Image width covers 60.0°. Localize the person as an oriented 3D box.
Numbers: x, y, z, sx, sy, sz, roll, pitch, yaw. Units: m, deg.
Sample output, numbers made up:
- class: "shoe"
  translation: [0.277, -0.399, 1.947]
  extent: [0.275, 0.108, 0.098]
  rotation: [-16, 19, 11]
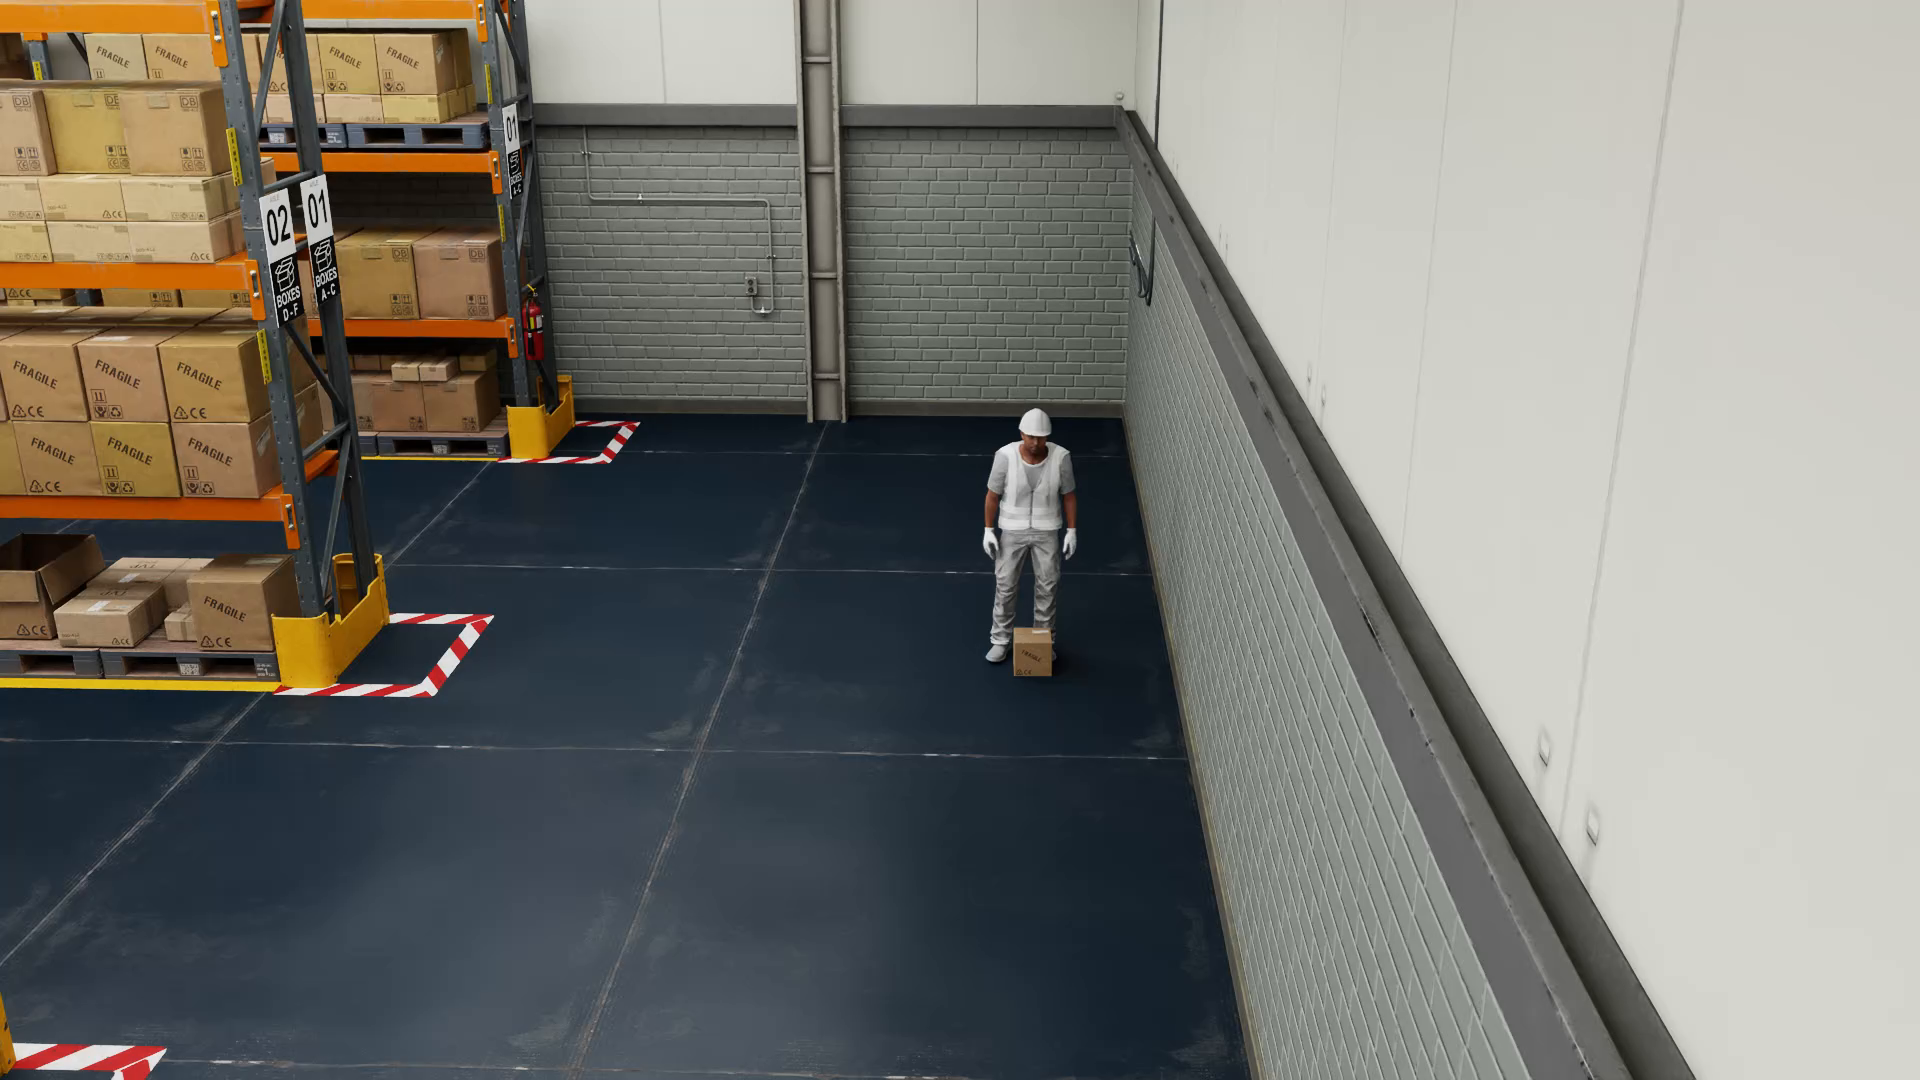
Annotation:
- class: "person"
  translation: [0.471, -0.038, 11.163]
  extent: [0.633, 1.775, 0.448]
  rotation: [0, 21, 0]
